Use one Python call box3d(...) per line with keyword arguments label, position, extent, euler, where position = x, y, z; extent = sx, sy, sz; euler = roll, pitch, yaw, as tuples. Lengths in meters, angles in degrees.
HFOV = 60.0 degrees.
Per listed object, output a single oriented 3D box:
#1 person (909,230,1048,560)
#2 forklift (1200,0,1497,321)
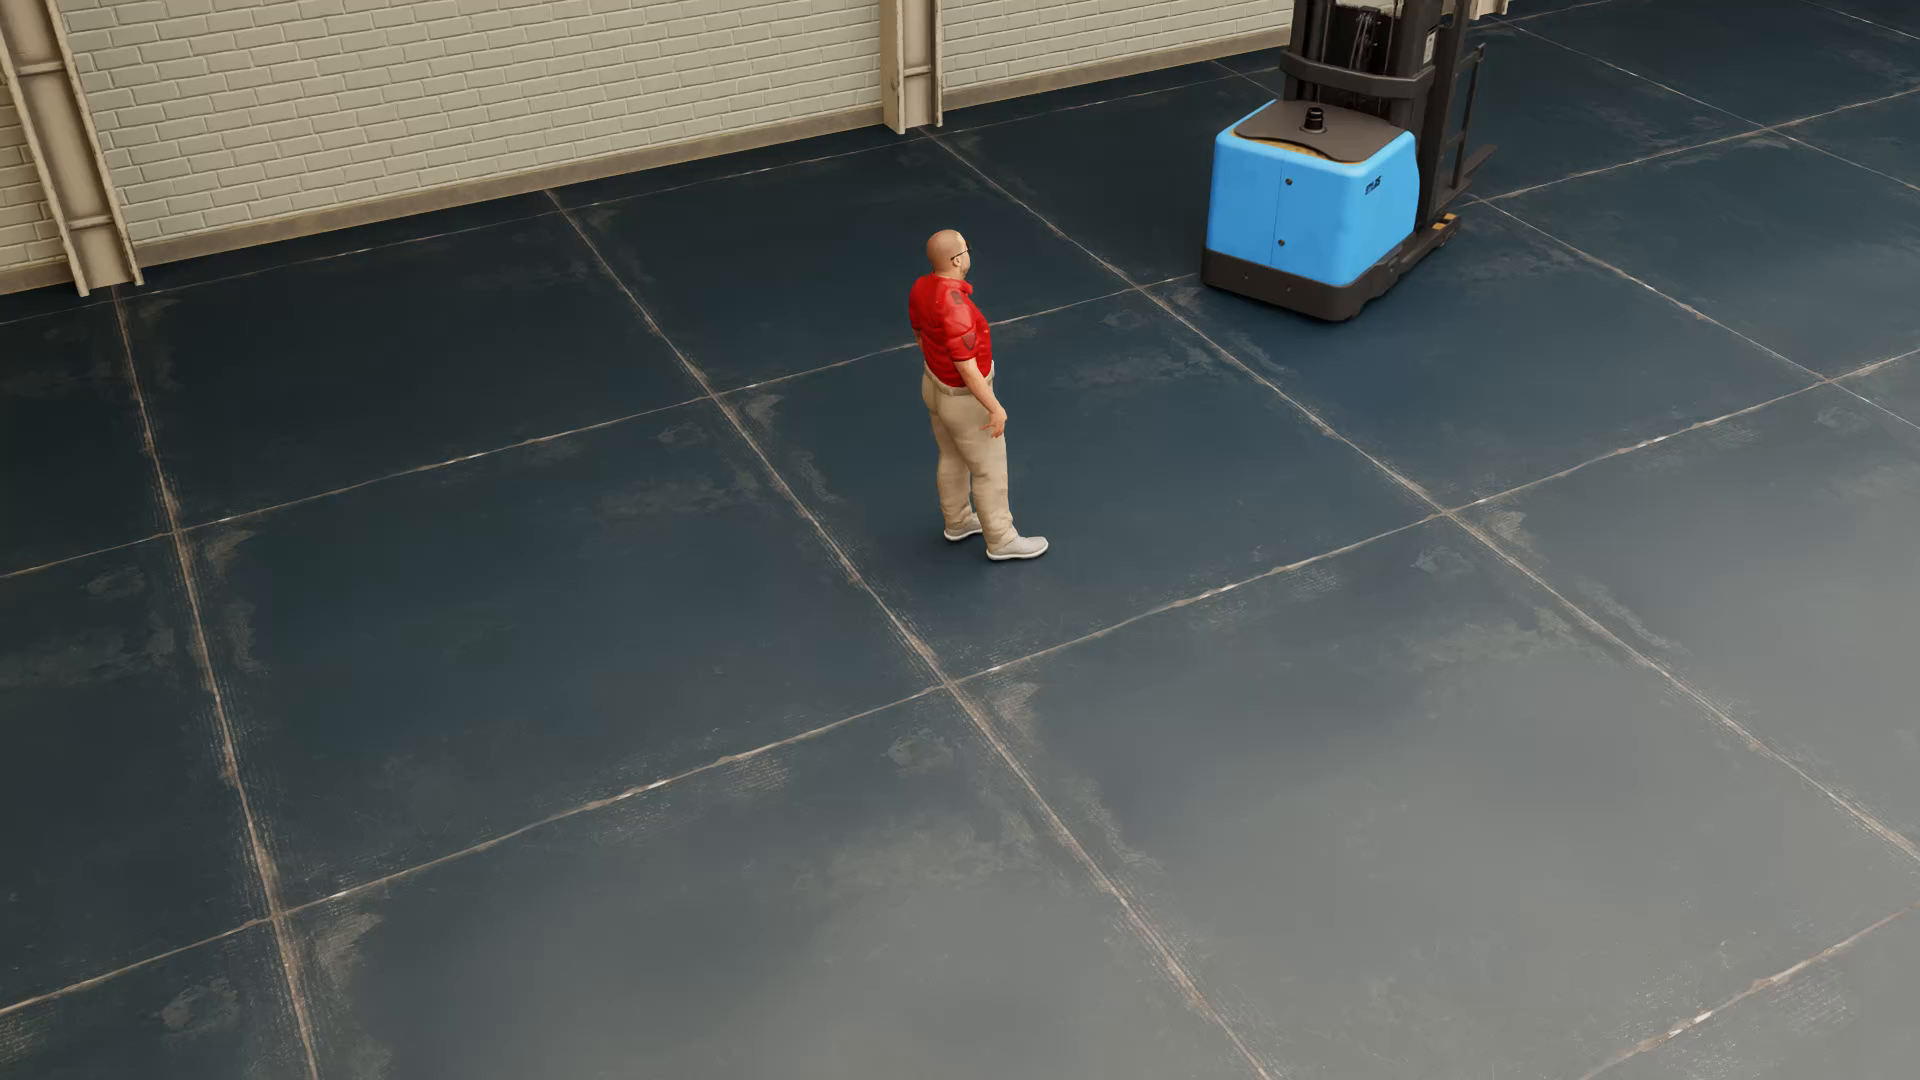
box3d(label="person", position=(0.085, -0.730, 8.185), extent=(0.551, 1.727, 0.640), euler=(-17, 39, -23))
box3d(label="forklift", position=(2.861, -3.378, 10.902), extent=(1.130, 2.935, 3.031), euler=(23, 41, 29))
